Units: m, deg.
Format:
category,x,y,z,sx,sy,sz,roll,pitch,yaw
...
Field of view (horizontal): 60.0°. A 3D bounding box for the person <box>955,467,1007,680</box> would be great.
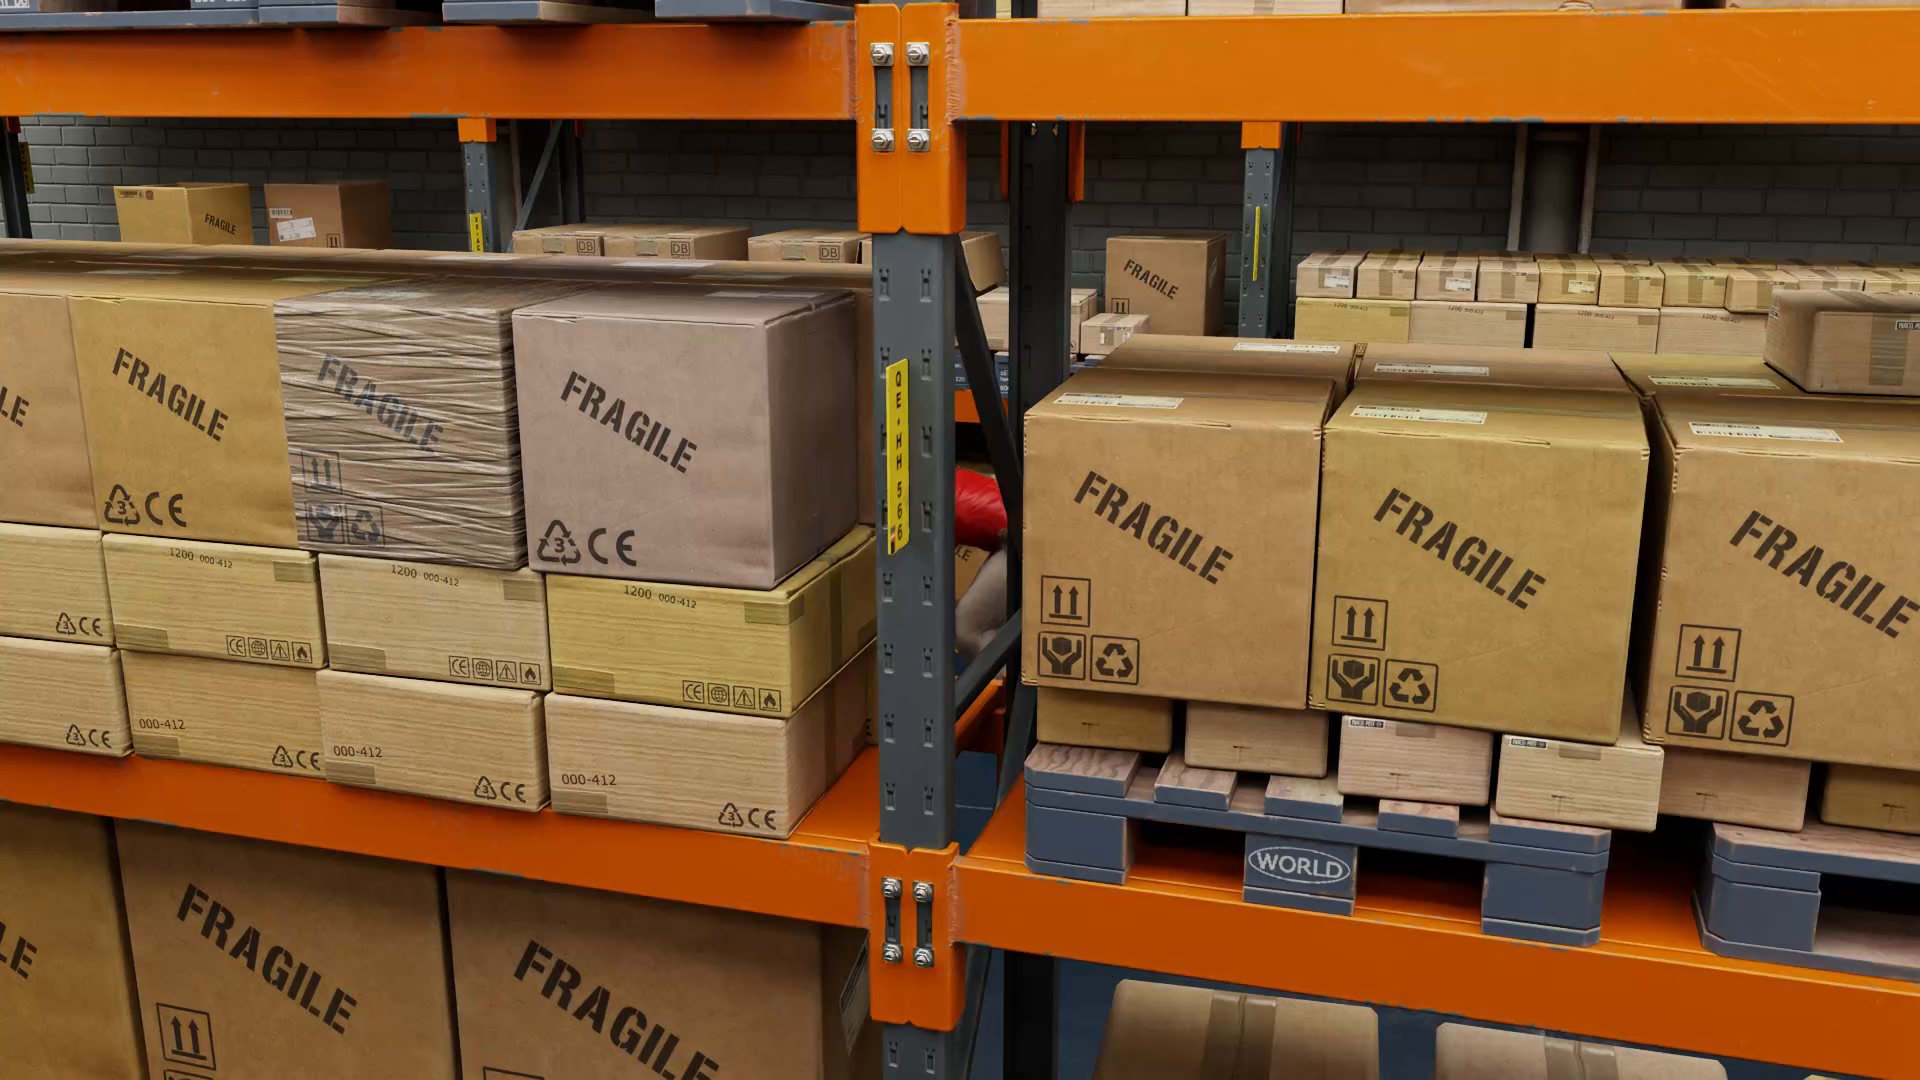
category,x,y,z,sx,sy,sz,roll,pitch,yaw
person,0.005,0.220,7.314,0.931,1.170,0.517,4,15,14
